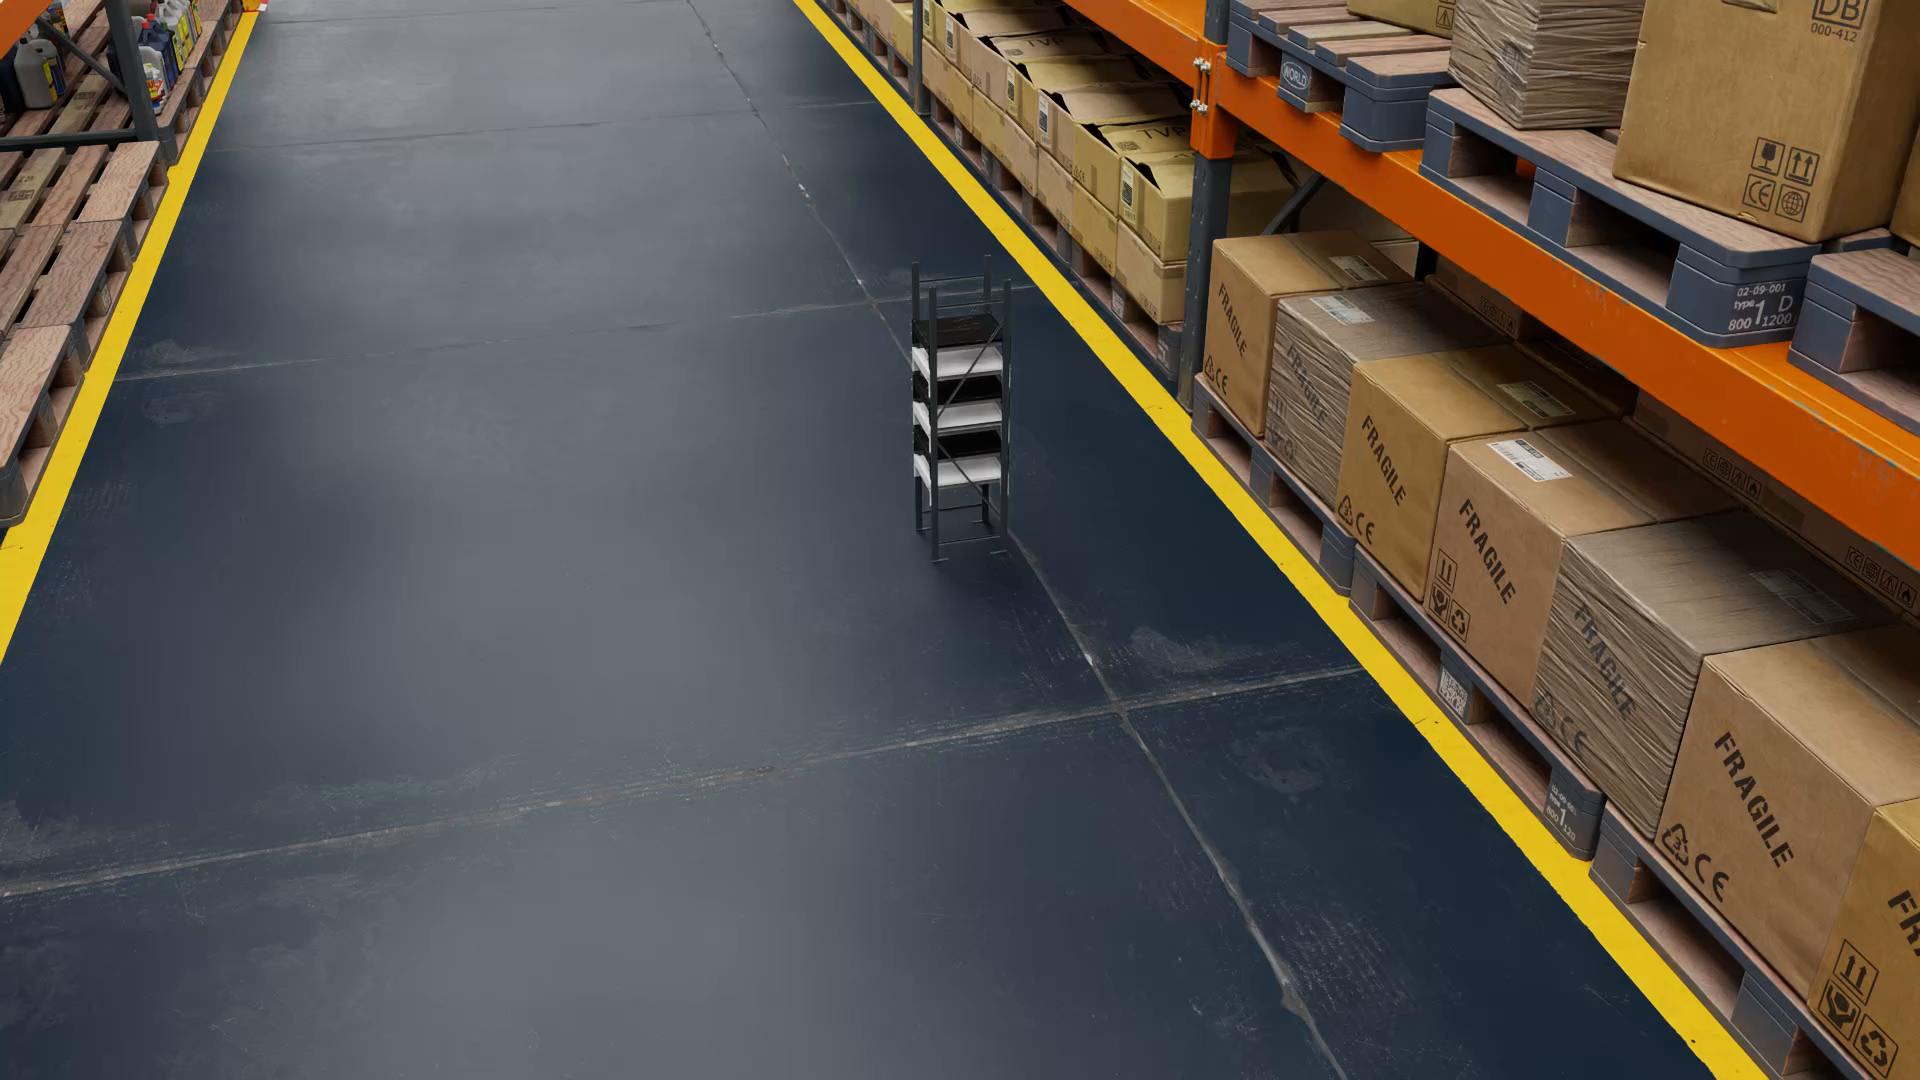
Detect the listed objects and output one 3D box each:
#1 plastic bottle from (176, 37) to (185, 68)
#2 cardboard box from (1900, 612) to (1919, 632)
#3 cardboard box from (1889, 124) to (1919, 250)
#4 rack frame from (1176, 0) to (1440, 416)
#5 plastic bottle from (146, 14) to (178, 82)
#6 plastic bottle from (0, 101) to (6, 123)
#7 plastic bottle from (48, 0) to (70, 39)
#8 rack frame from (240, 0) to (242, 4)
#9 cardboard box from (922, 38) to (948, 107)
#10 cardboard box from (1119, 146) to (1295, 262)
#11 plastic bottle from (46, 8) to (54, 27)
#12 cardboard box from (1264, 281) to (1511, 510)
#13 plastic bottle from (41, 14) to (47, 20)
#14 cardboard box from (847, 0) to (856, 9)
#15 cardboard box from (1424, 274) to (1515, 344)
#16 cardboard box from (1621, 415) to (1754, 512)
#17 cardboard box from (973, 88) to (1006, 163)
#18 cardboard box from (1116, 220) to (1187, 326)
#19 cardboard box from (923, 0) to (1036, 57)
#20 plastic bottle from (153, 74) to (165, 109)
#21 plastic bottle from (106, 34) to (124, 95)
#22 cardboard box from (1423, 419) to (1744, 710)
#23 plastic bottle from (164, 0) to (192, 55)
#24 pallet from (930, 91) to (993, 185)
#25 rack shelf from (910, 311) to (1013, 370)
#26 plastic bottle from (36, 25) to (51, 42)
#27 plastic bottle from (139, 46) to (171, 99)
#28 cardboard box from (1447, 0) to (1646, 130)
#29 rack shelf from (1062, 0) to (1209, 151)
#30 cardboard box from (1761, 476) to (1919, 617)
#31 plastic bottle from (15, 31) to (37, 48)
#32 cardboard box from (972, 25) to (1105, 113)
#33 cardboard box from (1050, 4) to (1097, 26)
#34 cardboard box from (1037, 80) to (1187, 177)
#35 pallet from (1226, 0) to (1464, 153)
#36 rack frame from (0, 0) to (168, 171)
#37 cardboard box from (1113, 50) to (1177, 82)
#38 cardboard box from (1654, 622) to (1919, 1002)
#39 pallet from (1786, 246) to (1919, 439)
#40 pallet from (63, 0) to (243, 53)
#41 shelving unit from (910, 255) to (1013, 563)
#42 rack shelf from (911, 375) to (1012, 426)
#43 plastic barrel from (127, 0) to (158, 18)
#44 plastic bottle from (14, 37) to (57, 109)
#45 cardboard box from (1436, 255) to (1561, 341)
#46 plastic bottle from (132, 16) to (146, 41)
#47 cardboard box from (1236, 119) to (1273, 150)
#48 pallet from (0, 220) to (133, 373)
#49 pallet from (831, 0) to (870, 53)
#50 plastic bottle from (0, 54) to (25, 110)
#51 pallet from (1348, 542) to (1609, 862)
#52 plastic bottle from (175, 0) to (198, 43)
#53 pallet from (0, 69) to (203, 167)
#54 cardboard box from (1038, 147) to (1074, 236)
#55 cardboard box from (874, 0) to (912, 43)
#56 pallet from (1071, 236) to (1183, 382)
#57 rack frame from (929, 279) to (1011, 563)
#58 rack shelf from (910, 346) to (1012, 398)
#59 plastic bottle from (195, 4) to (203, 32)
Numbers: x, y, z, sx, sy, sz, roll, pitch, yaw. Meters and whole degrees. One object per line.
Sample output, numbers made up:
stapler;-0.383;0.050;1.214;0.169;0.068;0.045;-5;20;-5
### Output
plastic bottle;-4.459;-2.774;9.403;0.097;0.201;0.097;0;30;0
cardboard box;2.313;0.457;3.522;0.500;0.500;0.500;-7;31;-13
cardboard box;2.205;-0.719;2.979;0.700;0.500;0.500;-3;30;-5
rack frame;1.297;-1.844;5.441;1.000;3.000;0.127;-8;31;-13
plastic bottle;-4.406;-2.699;9.124;0.144;0.351;0.185;-9;31;-15
plastic bottle;-4.938;-2.232;8.466;0.097;0.201;0.097;0;30;0
plastic bottle;-5.423;-3.143;9.971;0.097;0.271;0.097;0;30;0
rack frame;-5.603;-5.051;10.982;1.000;3.000;0.127;-8;31;-13
cardboard box;0.103;-2.540;8.969;0.500;0.250;0.500;-9;31;-14
cardboard box;0.920;-1.299;6.265;0.500;0.311;0.500;-7;31;-12
plastic bottle;-5.380;-3.037;9.775;0.061;0.283;0.133;-7;31;-12
cardboard box;1.286;-0.442;5.076;0.500;0.500;0.500;-9;31;-15
plastic bottle;-5.305;-2.930;9.601;0.097;0.271;0.097;0;30;0
cardboard box;-0.502;-3.686;10.950;0.500;0.250;0.500;-8;31;-13
cardboard box;1.771;-0.532;5.231;0.500;0.500;0.500;-7;31;-11
cardboard box;2.054;-0.029;4.362;0.500;0.500;0.500;-9;31;-15
cardboard box;0.378;-2.043;8.111;0.500;0.250;0.500;-9;31;-15
cardboard box;0.922;-1.057;6.408;0.500;0.250;0.500;-7;31;-12
cardboard box;0.104;-2.777;8.820;0.500;0.311;0.500;-8;31;-13
plastic bottle;-4.231;-2.360;8.686;0.097;0.201;0.097;0;30;0
plastic bottle;-4.495;-2.589;8.933;0.144;0.351;0.185;-8;31;-13
cardboard box;1.558;0.052;4.222;0.500;0.500;0.500;-9;31;-15
plastic bottle;-4.568;-2.994;9.634;0.144;0.351;0.185;-7;31;-11
pallet;0.468;-2.218;8.872;1.003;0.211;1.213;-8;31;-13
rack shelf;0.002;-0.590;4.899;0.258;0.077;0.200;-8;31;-13
plastic bottle;-5.035;-2.681;9.160;0.061;0.283;0.133;-8;31;-13
plastic bottle;-4.316;-2.495;8.846;0.152;0.276;0.135;-7;31;-11
cardboard box;1.631;-1.313;4.004;0.700;0.500;0.500;-2;30;-4
rack shelf;0.766;-2.498;7.290;1.077;0.370;4.000;-8;31;-13
cardboard box;2.199;-0.094;3.726;0.500;0.250;0.500;-8;31;-13
plastic bottle;-5.127;-2.684;9.098;0.144;0.351;0.185;-8;31;-14
cardboard box;0.371;-2.285;7.970;0.500;0.311;0.500;-9;31;-15
cardboard box;0.763;-2.602;8.517;0.500;0.311;0.500;-7;31;-12
cardboard box;0.645;-1.793;7.119;0.500;0.311;0.500;-8;31;-14
pallet;1.544;-1.443;4.940;1.213;0.211;1.003;-8;31;-13
rack frame;-4.542;-3.119;7.644;1.000;3.000;0.127;-8;31;-13
cardboard box;1.023;-2.118;7.680;0.500;0.311;0.500;-8;31;-14
cardboard box;1.828;0.539;3.380;0.500;0.500;0.500;-8;31;-13
pallet;2.251;-0.229;2.844;1.003;0.211;1.213;-8;31;-13
pallet;-5.327;-3.421;10.949;1.003;0.211;1.213;-8;31;-13
shelving unit;0.002;-0.386;5.018;0.258;0.900;0.210;-8;31;-13
rack shelf;0.002;-0.435;4.989;0.258;0.077;0.200;-8;31;-13
plastic barrel;-5.222;-3.606;10.550;0.421;0.512;0.421;0;30;0
plastic bottle;-4.852;-2.455;8.702;0.144;0.351;0.185;-8;31;-13
cardboard box;1.790;-0.830;4.997;0.500;0.250;0.500;-7;31;-11
plastic bottle;-4.655;-2.840;9.442;0.152;0.276;0.135;-8;31;-13
cardboard box;1.293;-1.623;6.825;0.500;0.311;0.500;-9;31;-15
pallet;-3.968;-0.948;6.677;1.003;0.211;1.213;-8;31;-13
pallet;-0.263;-3.549;11.171;1.003;0.211;1.213;-8;31;-13
plastic bottle;-4.991;-2.436;8.669;0.144;0.351;0.185;-9;31;-15
pallet;1.779;0.317;4.492;1.003;0.211;1.213;-8;31;-13
plastic bottle;-4.653;-3.108;9.906;0.152;0.276;0.135;-8;31;-13
pallet;-4.680;-2.242;8.913;1.003;0.211;1.213;-8;31;-13
cardboard box;0.651;-1.549;7.258;0.500;0.250;0.500;-7;31;-12
cardboard box;-0.222;-3.205;10.119;0.500;0.250;0.500;-8;31;-13
pallet;1.116;-1.040;6.836;1.003;0.211;1.213;-8;31;-13
rack frame;0.029;-0.336;4.933;0.240;0.900;0.006;-8;31;-13
rack shelf;0.002;-0.512;4.944;0.258;0.077;0.200;-8;31;-13
plastic bottle;-4.693;-3.201;10.141;0.097;0.201;0.097;0;30;0
